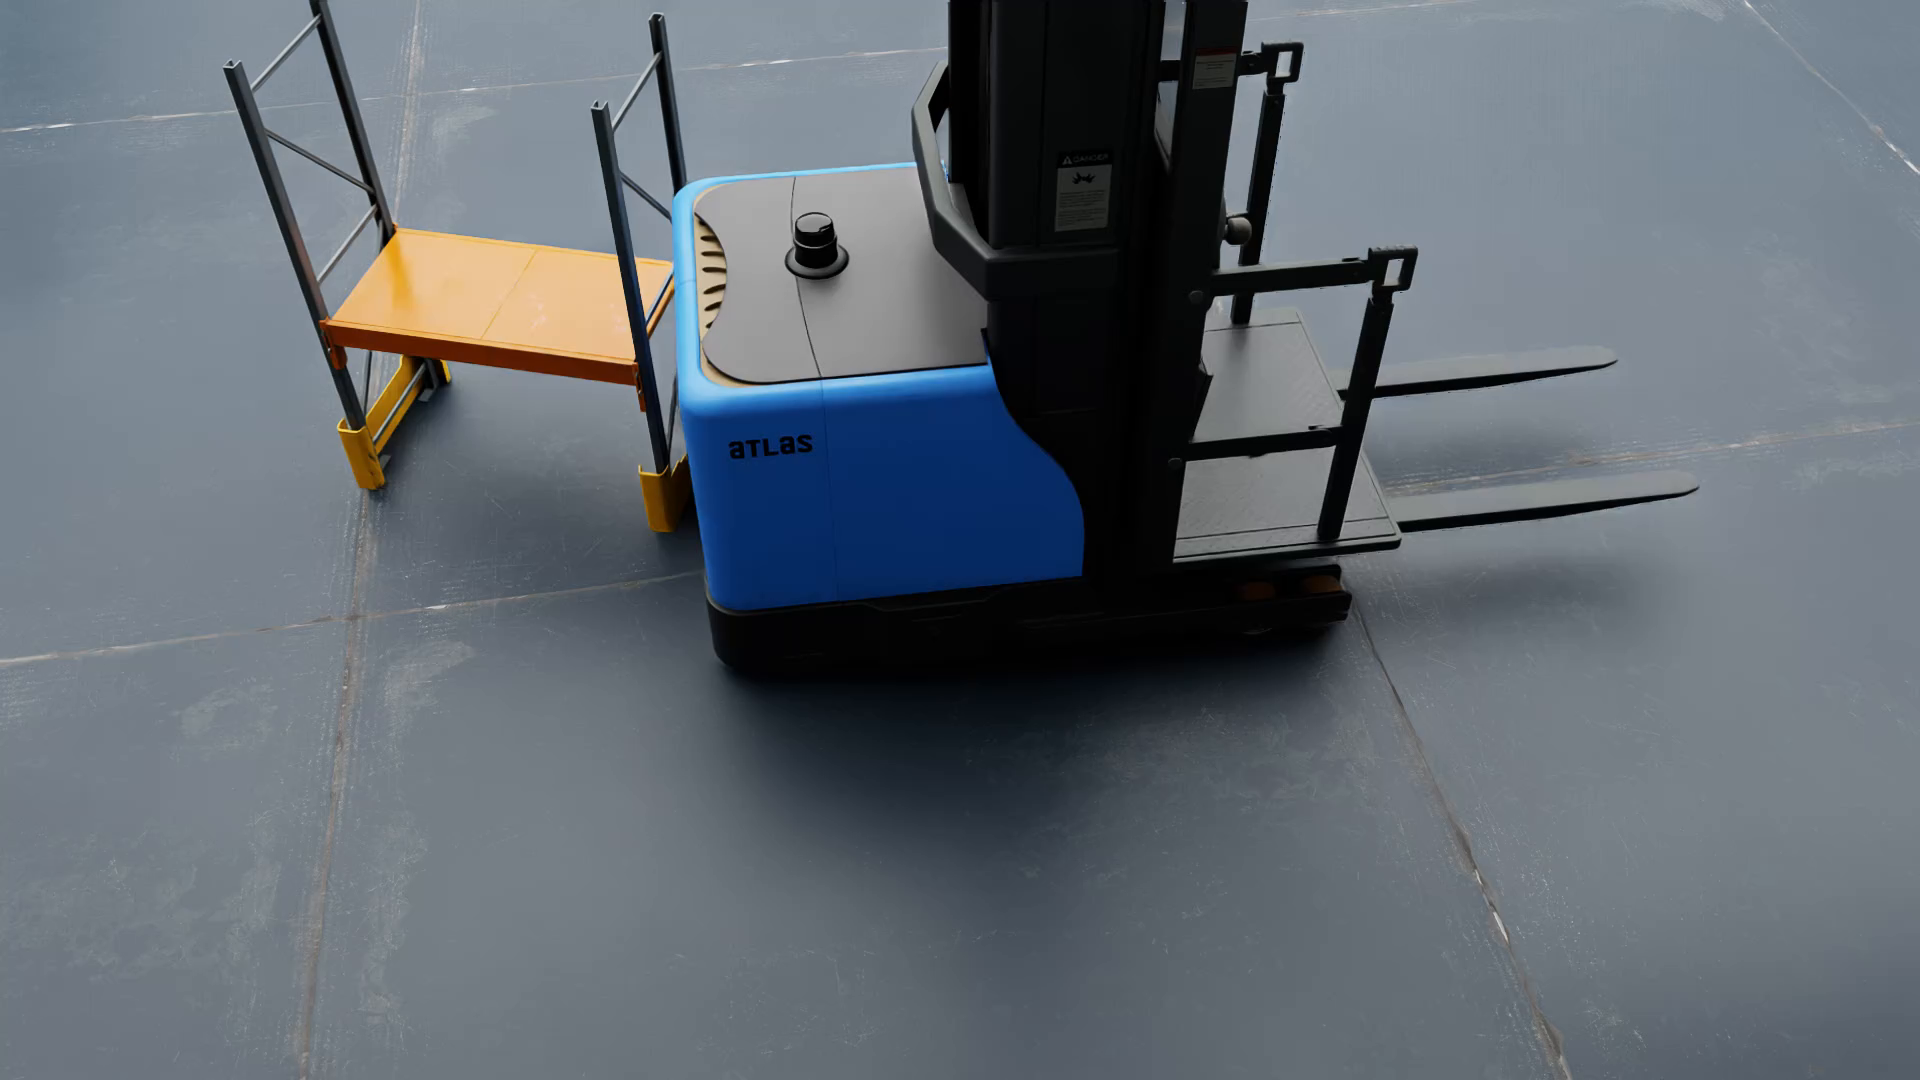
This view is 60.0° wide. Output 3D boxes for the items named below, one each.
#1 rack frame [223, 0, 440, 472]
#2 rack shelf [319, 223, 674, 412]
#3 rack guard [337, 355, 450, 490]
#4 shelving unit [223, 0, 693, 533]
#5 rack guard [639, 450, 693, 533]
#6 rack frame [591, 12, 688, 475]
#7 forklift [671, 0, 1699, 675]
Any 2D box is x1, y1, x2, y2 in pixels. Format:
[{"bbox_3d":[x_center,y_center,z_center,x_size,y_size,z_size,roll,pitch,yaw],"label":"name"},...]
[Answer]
[{"bbox_3d":[-1.871,-0.894,5.070,0.032,1.500,0.500,8,47,8],"label":"rack frame"},{"bbox_3d":[-1.373,-0.697,5.130,1.000,0.185,0.538,8,47,8],"label":"rack shelf"},{"bbox_3d":[-1.870,-0.461,5.520,0.087,0.250,0.587,8,47,8],"label":"rack guard"},{"bbox_3d":[-1.382,-0.823,5.002,1.083,1.500,0.587,8,47,8],"label":"shelving unit"},{"bbox_3d":[-0.894,-0.319,5.384,0.087,0.250,0.587,8,47,8],"label":"rack guard"},{"bbox_3d":[-0.875,-0.750,4.931,0.032,1.500,0.500,8,47,8],"label":"rack frame"},{"bbox_3d":[0.723,-1.109,4.283,3.031,2.935,1.130,-6,46,-6],"label":"forklift"}]
